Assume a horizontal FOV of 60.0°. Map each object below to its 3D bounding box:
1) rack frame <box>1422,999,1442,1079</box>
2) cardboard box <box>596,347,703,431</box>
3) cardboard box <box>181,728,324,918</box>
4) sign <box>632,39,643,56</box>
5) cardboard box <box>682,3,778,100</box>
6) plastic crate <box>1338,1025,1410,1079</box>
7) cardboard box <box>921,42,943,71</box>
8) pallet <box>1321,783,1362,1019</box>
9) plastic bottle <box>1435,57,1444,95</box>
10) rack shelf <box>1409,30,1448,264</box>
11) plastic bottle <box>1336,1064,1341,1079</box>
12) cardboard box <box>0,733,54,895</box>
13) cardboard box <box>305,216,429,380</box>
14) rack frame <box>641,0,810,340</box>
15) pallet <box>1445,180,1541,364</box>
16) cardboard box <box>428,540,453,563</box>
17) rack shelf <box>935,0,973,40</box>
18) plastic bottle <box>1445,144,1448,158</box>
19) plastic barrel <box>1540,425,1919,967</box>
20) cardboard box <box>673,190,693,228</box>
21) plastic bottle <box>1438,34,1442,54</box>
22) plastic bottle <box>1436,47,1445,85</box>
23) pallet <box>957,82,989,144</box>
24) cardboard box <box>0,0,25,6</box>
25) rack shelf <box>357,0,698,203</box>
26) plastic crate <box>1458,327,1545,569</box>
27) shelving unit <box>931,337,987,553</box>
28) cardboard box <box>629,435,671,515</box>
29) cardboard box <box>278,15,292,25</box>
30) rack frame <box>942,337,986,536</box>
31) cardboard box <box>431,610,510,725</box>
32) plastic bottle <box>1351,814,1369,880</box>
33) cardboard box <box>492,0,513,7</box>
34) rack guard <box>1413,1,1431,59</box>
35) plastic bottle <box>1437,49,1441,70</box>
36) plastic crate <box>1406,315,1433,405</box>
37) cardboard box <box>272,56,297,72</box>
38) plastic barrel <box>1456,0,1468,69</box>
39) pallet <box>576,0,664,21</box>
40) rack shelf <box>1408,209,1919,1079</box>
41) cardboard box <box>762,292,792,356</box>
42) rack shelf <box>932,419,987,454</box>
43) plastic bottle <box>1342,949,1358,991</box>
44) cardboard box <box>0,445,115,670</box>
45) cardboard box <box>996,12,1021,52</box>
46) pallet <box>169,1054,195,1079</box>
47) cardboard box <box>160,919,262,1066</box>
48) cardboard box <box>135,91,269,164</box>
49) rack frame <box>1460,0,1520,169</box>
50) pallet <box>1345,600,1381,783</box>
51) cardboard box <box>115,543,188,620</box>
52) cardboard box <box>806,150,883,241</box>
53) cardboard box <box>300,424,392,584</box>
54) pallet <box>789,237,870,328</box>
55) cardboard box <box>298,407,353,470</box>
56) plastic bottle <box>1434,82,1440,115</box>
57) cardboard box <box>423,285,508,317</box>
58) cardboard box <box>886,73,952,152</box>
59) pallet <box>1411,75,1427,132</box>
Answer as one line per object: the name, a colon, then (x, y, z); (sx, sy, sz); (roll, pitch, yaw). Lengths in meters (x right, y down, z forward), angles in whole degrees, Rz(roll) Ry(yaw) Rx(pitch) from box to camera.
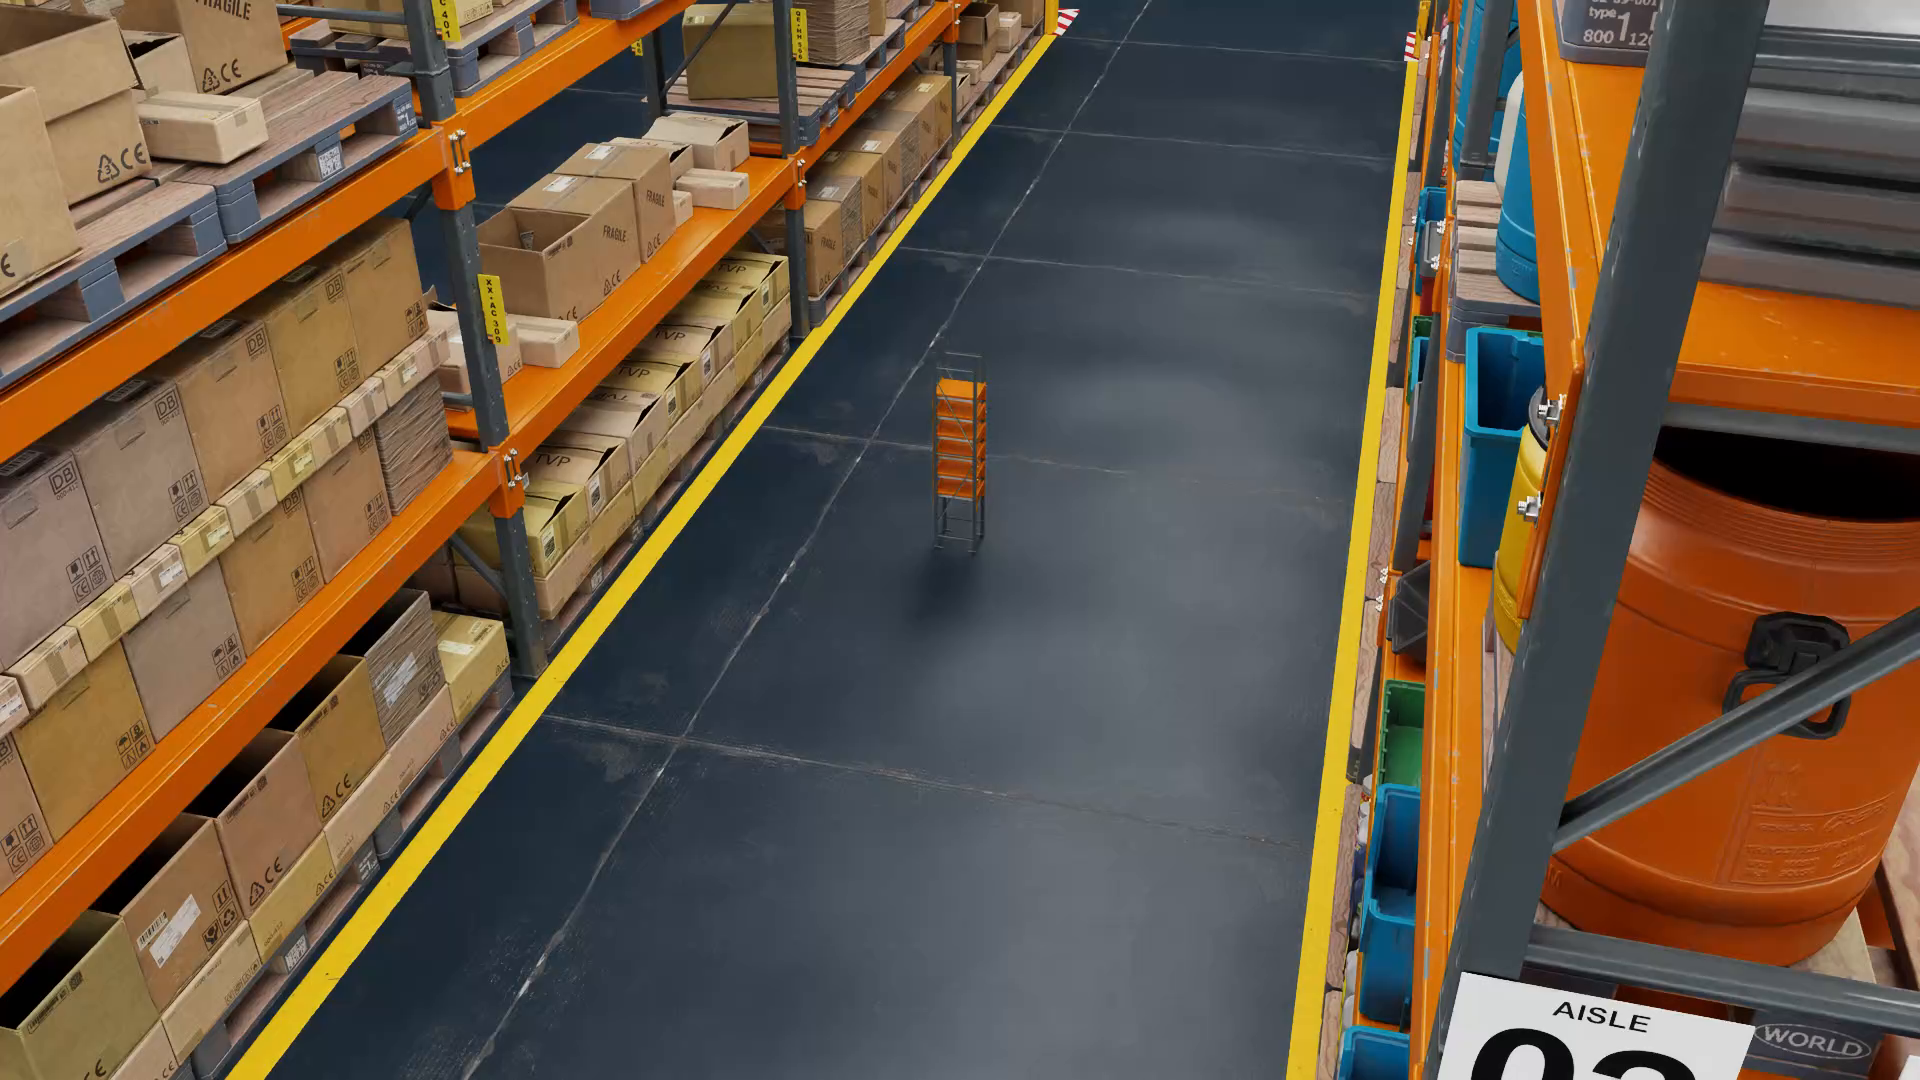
rack frame: (1.217, 2.081, 3.250); (1.000, 3.000, 0.127); (8, 33, 12)
cardboard box: (-1.823, -0.903, 9.593); (0.500, 0.311, 0.500); (9, 34, 14)
cardboard box: (-2.839, 1.045, 6.352); (0.500, 0.500, 0.500); (8, 33, 12)
sign: (-2.070, -3.271, 10.663); (0.100, 0.325, 0.005); (8, 33, 12)
cardboard box: (-1.492, -3.308, 11.243); (0.700, 0.500, 0.500); (-3, 33, -4)
plastic crate: (1.225, 1.507, 4.292); (0.499, 0.251, 0.408); (8, 33, 12)
cardboard box: (-0.467, -4.597, 15.851); (0.500, 0.311, 0.500); (8, 33, 12)
pallet: (2.021, 1.525, 6.724); (1.003, 0.211, 1.213); (8, 33, 12)
plastic bottle: (3.483, -3.304, 11.837); (0.152, 0.276, 0.135); (8, 33, 12)
rack shelf: (3.755, -2.805, 11.606); (1.077, 0.370, 4.000); (8, 33, 12)
plastic bottle: (1.350, 1.905, 5.656); (0.152, 0.276, 0.135); (8, 33, 13)
cardboard box: (-3.314, 0.849, 5.095); (0.700, 0.500, 0.500); (9, 34, 14)
cardboard box: (-2.665, -1.029, 6.841); (0.700, 0.500, 0.500); (8, 33, 13)
rack frame: (-1.543, -2.747, 10.844); (1.000, 3.000, 0.127); (8, 33, 12)
pallet: (2.144, -0.793, 5.151); (1.213, 0.211, 1.003); (8, 33, 12)
cardboard box: (-2.733, -0.174, 8.446); (0.500, 0.311, 0.500); (8, 33, 12)
rack shelf: (-0.020, -5.557, 15.935); (1.077, 0.370, 4.000); (8, 33, 12)
plastic bottle: (3.043, -2.432, 10.534); (0.097, 0.201, 0.097); (0, 32, 0)
plastic barrel: (1.218, 0.187, 2.641); (0.600, 0.830, 0.708); (8, 33, 12)
cardboard box: (-1.812, -1.971, 9.859); (0.380, 0.149, 0.250); (10, 34, 16)
plastic bottle: (3.711, -3.798, 12.684); (0.097, 0.201, 0.097); (0, 32, 0)
plastic bottle: (3.541, -3.425, 12.027); (0.152, 0.276, 0.135); (8, 33, 12)
pallet: (-0.353, -4.002, 15.418); (1.003, 0.211, 1.213); (8, 33, 12)
cardboard box: (-6.461, -3.569, 11.029); (0.380, 0.149, 0.250); (3, 33, 4)
rack shelf: (-2.050, -2.671, 8.600); (1.077, 0.370, 4.000); (8, 33, 12)
plastic crate: (1.410, -0.208, 4.071); (0.392, 0.384, 0.575); (8, 33, 12)
shelving unit: (-0.004, -0.499, 8.986); (0.258, 1.200, 0.189); (8, 33, 12)
cardboard box: (-1.956, -0.398, 9.321); (0.500, 0.250, 0.500); (7, 33, 11)
cardboard box: (-5.649, -4.258, 13.438); (0.380, 0.149, 0.250); (8, 33, 13)
rack frame: (0.020, -0.546, 9.061); (0.240, 1.200, 0.006); (8, 33, 12)
cardboard box: (-2.464, 0.583, 7.779); (0.500, 0.250, 0.500); (8, 33, 12)
plastic bottle: (1.672, 1.246, 6.692); (0.152, 0.276, 0.135); (9, 34, 14)
cardboard box: (-2.256, -2.654, 7.652); (0.500, 0.250, 0.500); (5, 33, 8)
rack guard: (5.271, -5.181, 17.004); (1.175, 0.500, 0.348); (8, 33, 12)
plastic bottle: (3.603, -3.577, 12.336); (0.097, 0.201, 0.097); (0, 32, 0)
plastic crate: (2.401, -0.847, 8.054); (0.450, 0.188, 0.662); (8, 33, 12)
cardboard box: (-5.793, -3.507, 13.652); (0.750, 0.750, 0.750); (8, 33, 12)
plastic barrel: (2.483, -2.444, 7.105); (0.600, 0.901, 0.708); (8, 33, 12)
pallet: (-1.910, -2.988, 8.604); (1.003, 0.211, 1.213); (10, 34, 15)
rack shelf: (1.725, 0.081, 4.271); (1.077, 0.370, 4.000); (8, 33, 12)
cardboard box: (-1.441, -1.457, 10.988); (0.500, 0.250, 0.500); (9, 33, 14)
rack shelf: (-0.004, -0.563, 8.946); (0.258, 0.103, 0.180); (8, 33, 12)
plastic bottle: (1.484, 1.605, 6.198); (0.097, 0.201, 0.097); (0, 32, 0)
cardboard box: (-3.173, 0.012, 5.203); (0.700, 0.500, 0.500); (8, 33, 13)
cardboard box: (0.317, -5.119, 16.729); (0.500, 0.250, 0.500); (8, 33, 12)
pallet: (-3.420, 2.179, 5.695); (1.003, 0.211, 1.213); (8, 33, 12)
cardboard box: (-2.971, 1.621, 6.146); (0.500, 0.250, 0.500); (8, 33, 12)
cardboard box: (-2.600, -1.404, 5.648); (0.380, 0.149, 0.250); (8, 33, 12)
rack frame: (2.232, -2.526, 4.906); (1.000, 3.000, 0.127); (8, 33, 12)
pallet: (2.394, 0.769, 7.913); (1.003, 0.211, 1.213); (8, 33, 12)
cardboard box: (-2.874, 0.117, 5.642); (0.380, 0.149, 0.250); (8, 33, 13)
cardboard box: (-0.891, -2.607, 12.544); (0.500, 0.500, 0.500); (8, 33, 12)
cardboard box: (-2.792, -0.207, 6.757); (0.700, 0.500, 0.500); (8, 33, 12)
pallet: (-1.317, -1.952, 12.194); (1.003, 0.211, 1.213); (8, 33, 12)
cardboard box: (-2.614, -0.416, 6.480); (0.380, 0.149, 0.250); (8, 33, 12)
plastic bottle: (3.308, -3.047, 11.426); (0.061, 0.283, 0.133); (8, 33, 12)
cardboard box: (-2.513, -1.095, 8.372); (0.396, 0.266, 0.258); (7, 33, 11)
cardboard box: (-0.376, -3.658, 14.198); (0.500, 0.500, 0.500); (8, 33, 12)
pallet: (4.719, -3.991, 15.401); (1.003, 0.211, 1.213); (8, 33, 12)
